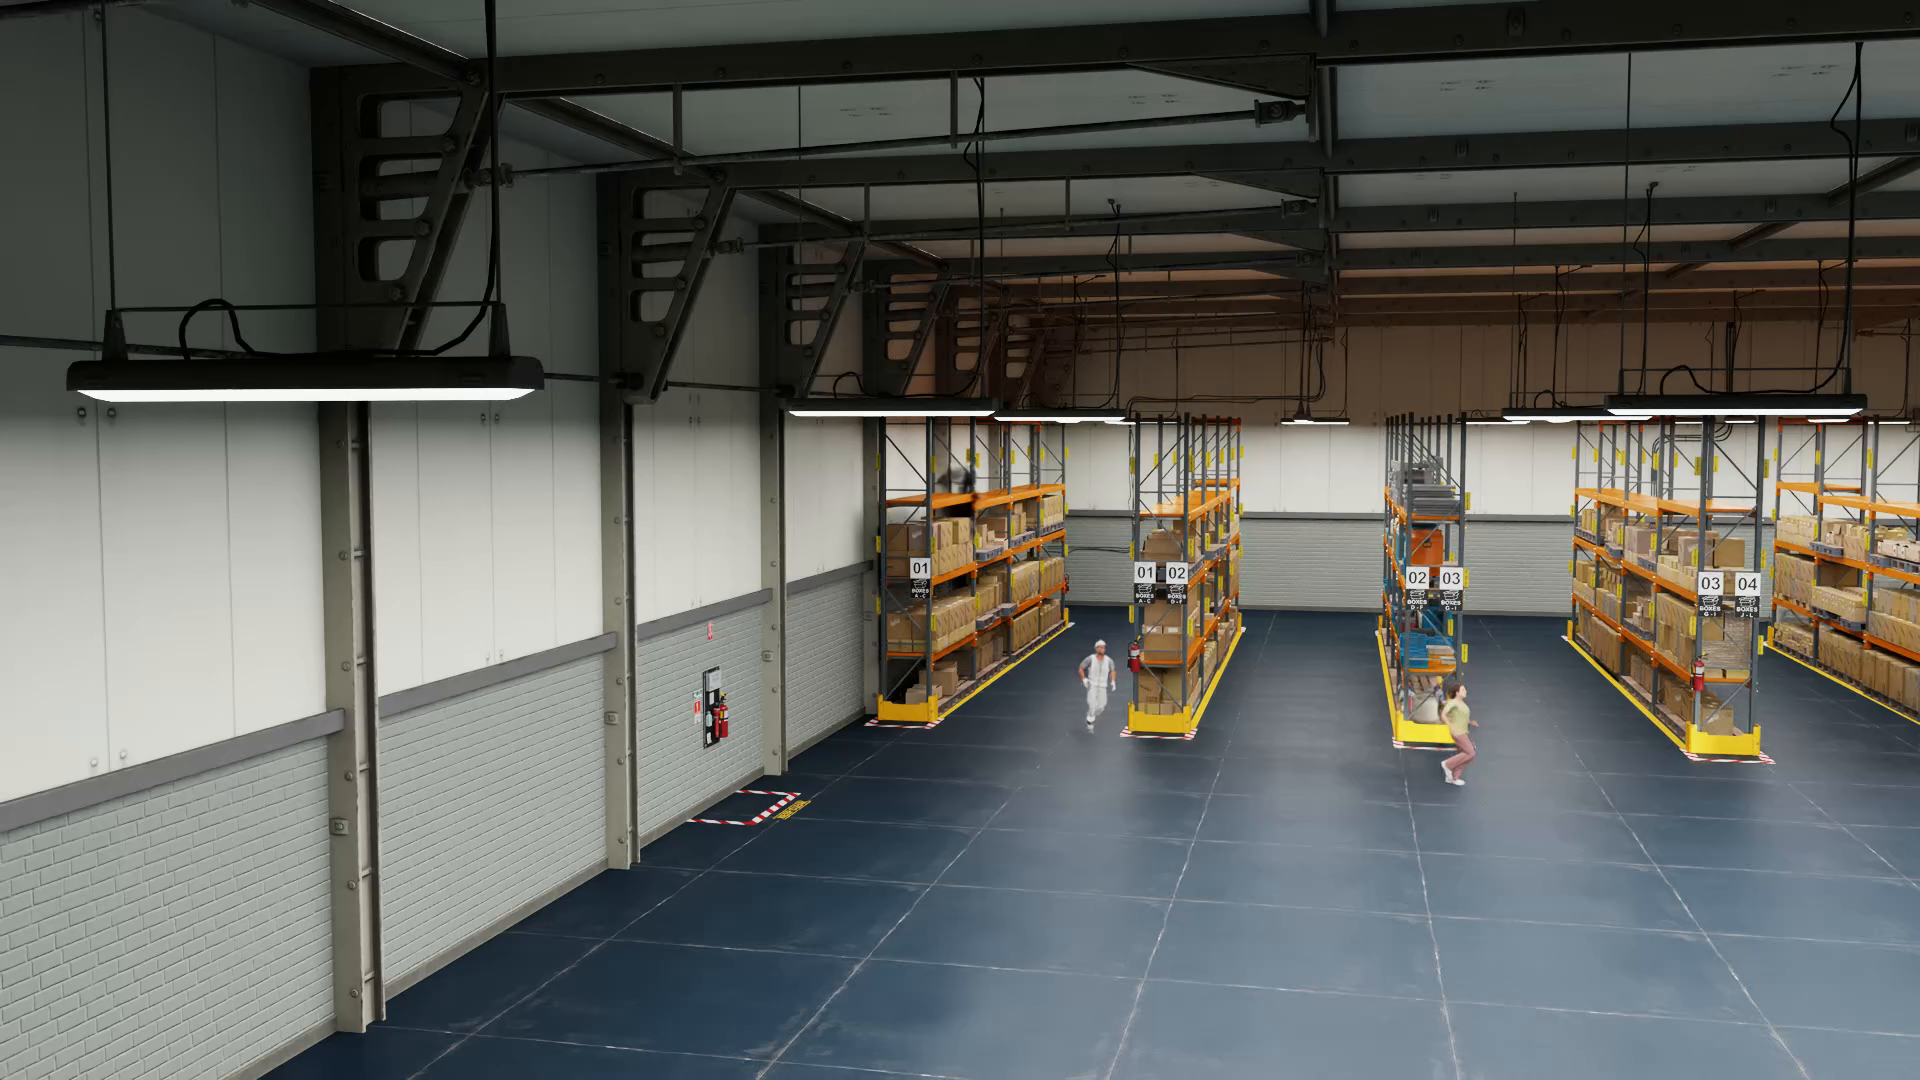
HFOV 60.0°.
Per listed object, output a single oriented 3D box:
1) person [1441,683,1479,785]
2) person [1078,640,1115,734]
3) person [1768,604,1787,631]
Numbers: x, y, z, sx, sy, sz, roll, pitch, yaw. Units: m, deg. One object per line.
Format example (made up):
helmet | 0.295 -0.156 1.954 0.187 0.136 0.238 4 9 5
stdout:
person | 8.020 3.107 26.623 0.537 1.630 0.573 3 5 35
person | 2.575 2.752 31.190 0.722 1.737 0.557 -1 4 -12
person | 22.091 1.898 44.704 0.528 1.608 0.565 0 4 -4
